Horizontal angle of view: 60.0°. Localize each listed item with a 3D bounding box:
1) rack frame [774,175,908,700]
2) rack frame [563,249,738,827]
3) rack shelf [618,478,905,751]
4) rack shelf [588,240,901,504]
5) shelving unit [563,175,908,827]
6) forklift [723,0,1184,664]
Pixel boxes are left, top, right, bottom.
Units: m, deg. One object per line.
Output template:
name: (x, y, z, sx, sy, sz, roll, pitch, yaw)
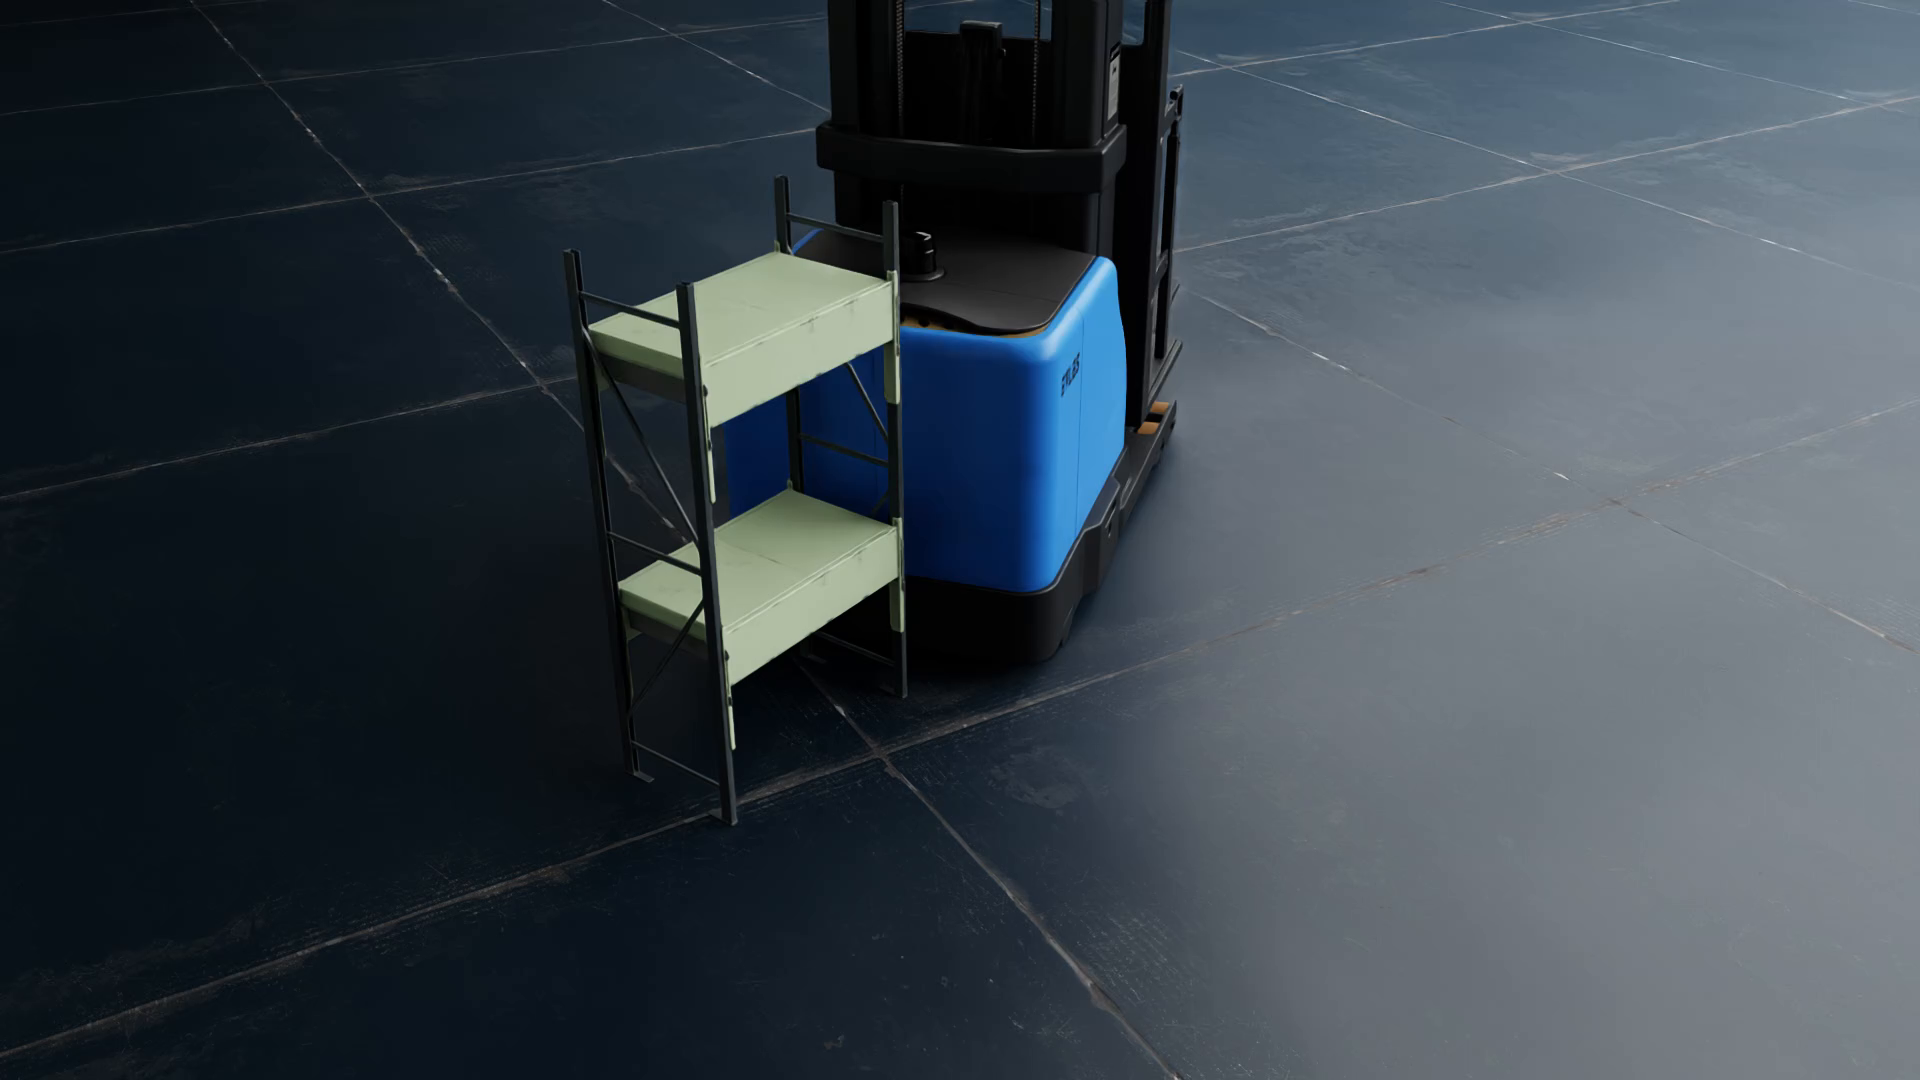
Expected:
rack frame: (-0.323, -0.247, 4.645, 0.400, 1.500, 0.023, 19, 34, 31)
rack frame: (-0.755, 0.039, 4.128, 0.400, 1.500, 0.023, 19, 34, 31)
rack shelf: (-0.539, 0.181, 4.544, 0.431, 0.370, 0.720, 19, 34, 31)
rack shelf: (-0.539, -0.446, 4.198, 0.431, 0.370, 0.720, 19, 34, 31)
shelving unit: (-0.539, -0.104, 4.387, 0.431, 1.500, 0.755, 19, 34, 31)
forklift: (0.205, -1.612, 5.637, 1.130, 2.935, 3.031, 9, 30, 15)
